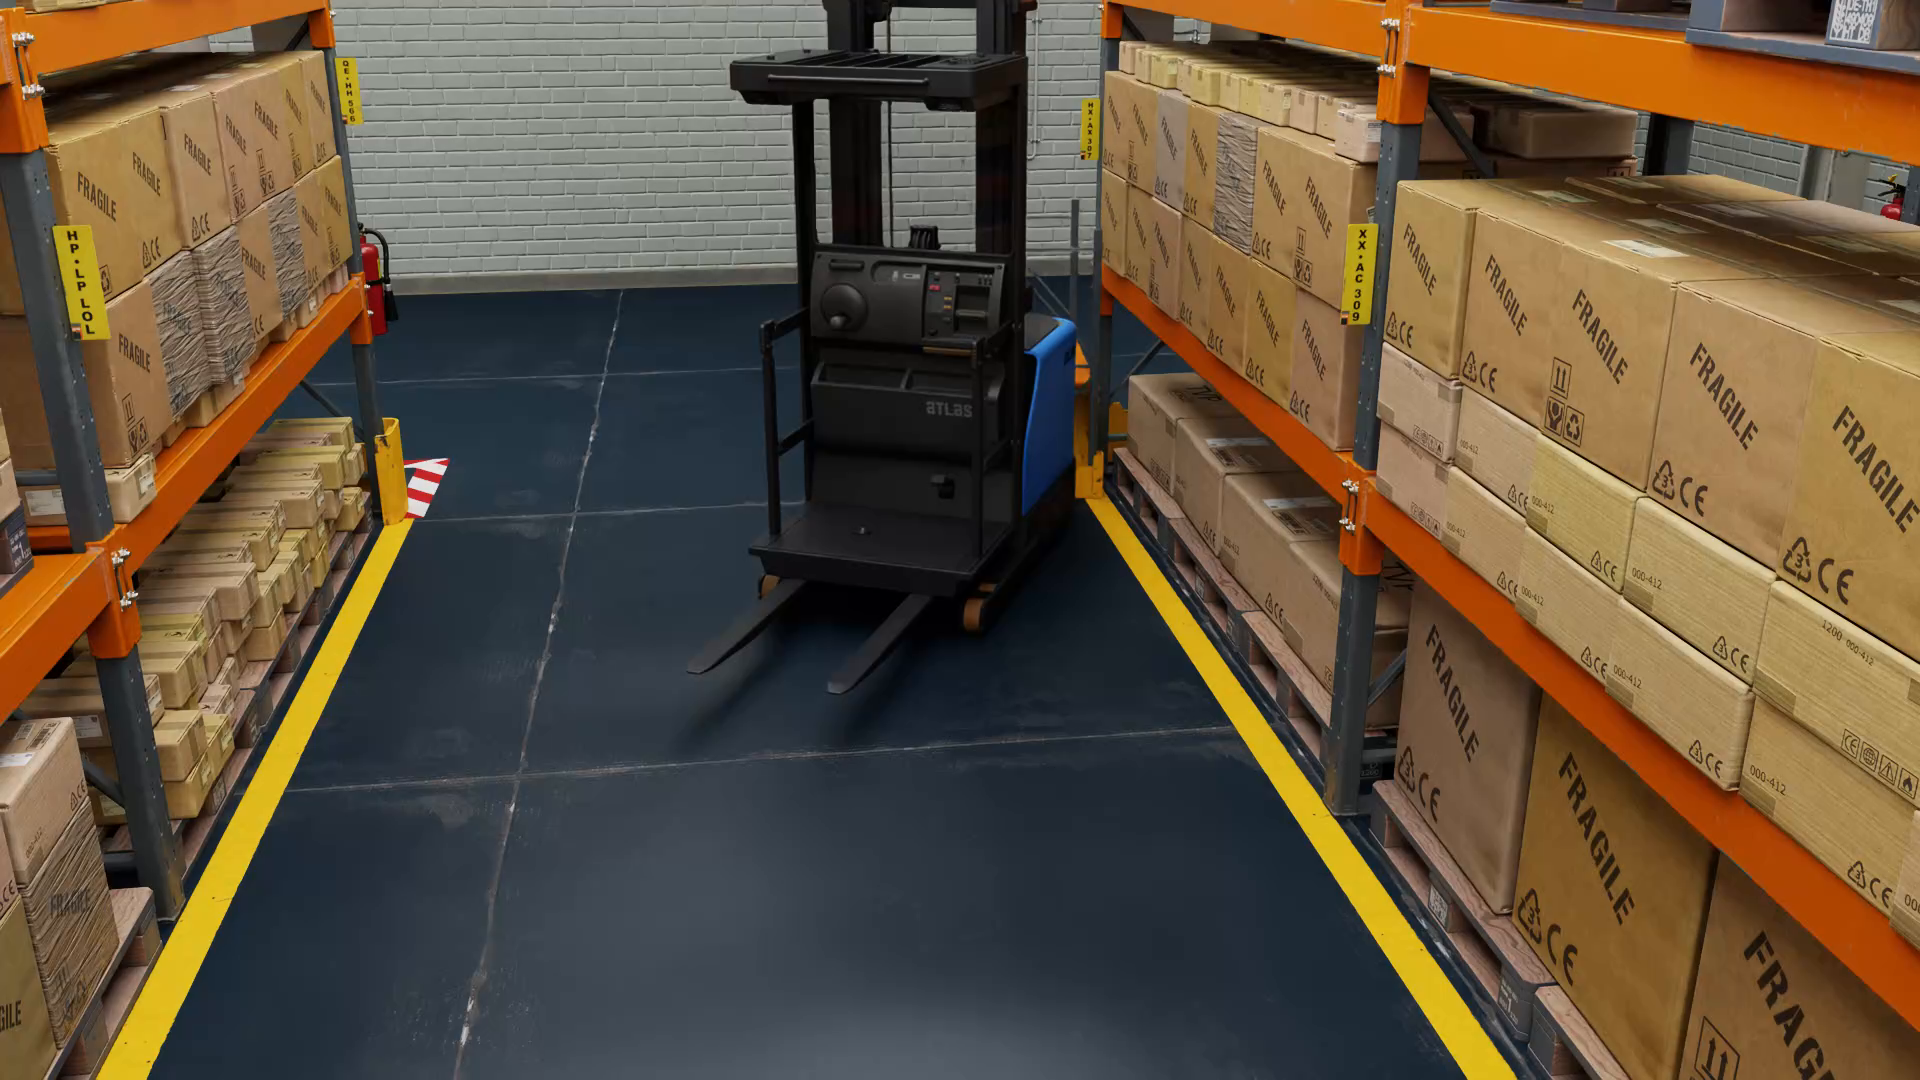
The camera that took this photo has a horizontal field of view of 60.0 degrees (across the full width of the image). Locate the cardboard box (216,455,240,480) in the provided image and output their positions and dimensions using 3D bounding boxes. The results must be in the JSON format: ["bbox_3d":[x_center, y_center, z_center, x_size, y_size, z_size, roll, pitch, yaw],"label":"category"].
[{"bbox_3d":[-3.723,-0.395,8.111,0.380,0.149,0.250,-3,21,-7],"label":"cardboard box"}]

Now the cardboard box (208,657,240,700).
[{"bbox_3d":[-2.991,0.577,6.357,0.380,0.149,0.250,-3,21,-9],"label":"cardboard box"}]

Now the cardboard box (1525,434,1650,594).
[{"bbox_3d":[1.773,-0.085,4.157,0.500,0.250,0.500,-3,21,-7],"label":"cardboard box"}]

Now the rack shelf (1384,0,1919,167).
[{"bbox_3d":[2.127,-0.819,3.362,1.077,0.370,4.000,-3,21,-8],"label":"rack shelf"}]

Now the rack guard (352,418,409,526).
[{"bbox_3d":[-3.611,-0.346,8.927,1.175,0.500,0.348,-3,21,-8],"label":"rack guard"}]

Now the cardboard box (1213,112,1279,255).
[{"bbox_3d":[1.350,-1.459,6.764,0.500,0.500,0.500,-3,21,-7],"label":"cardboard box"}]

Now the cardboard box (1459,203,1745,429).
[{"bbox_3d":[1.719,-0.616,4.508,0.500,0.500,0.500,-3,21,-8],"label":"cardboard box"}]

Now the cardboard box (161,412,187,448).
[{"bbox_3d":[-2.996,-0.425,5.925,0.380,0.149,0.250,-4,21,-10],"label":"cardboard box"}]

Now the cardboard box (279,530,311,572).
[{"bbox_3d":[-3.080,0.073,7.283,0.380,0.149,0.250,-2,21,-5],"label":"cardboard box"}]

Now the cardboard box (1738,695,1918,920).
[{"bbox_3d":[1.940,0.499,3.307,0.500,0.250,0.500,-3,21,-8],"label":"cardboard box"}]

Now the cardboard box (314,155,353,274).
[{"bbox_3d":[-3.302,-1.587,8.109,0.500,0.500,0.500,-2,21,-7],"label":"cardboard box"}]

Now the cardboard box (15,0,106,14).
[{"bbox_3d":[-2.850,-1.667,4.819,0.500,0.250,0.500,-2,21,-5],"label":"cardboard box"}]

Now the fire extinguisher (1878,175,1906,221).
[{"bbox_3d":[5.695,-1.896,10.149,0.296,0.674,0.183,-3,21,-8],"label":"fire extinguisher"}]

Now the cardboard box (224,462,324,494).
[{"bbox_3d":[-3.177,-0.246,7.713,0.380,0.149,0.250,-4,21,-10],"label":"cardboard box"}]

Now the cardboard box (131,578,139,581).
[{"bbox_3d":[-3.522,0.196,6.954,0.380,0.149,0.250,-2,21,-5],"label":"cardboard box"}]

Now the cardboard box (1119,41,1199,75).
[{"bbox_3d":[1.040,-2.510,8.650,0.380,0.149,0.250,-2,21,-7],"label":"cardboard box"}]

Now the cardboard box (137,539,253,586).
[{"bbox_3d":[-3.093,0.117,6.739,0.380,0.149,0.250,-4,21,-10],"label":"cardboard box"}]

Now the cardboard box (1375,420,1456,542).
[{"bbox_3d":[1.641,-0.207,5.197,0.500,0.250,0.500,-3,21,-9],"label":"cardboard box"}]

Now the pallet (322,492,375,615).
[{"bbox_3d":[-3.528,0.073,8.220,1.003,0.211,1.213,-3,21,-8],"label":"pallet"}]

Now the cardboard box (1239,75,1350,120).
[{"bbox_3d":[1.358,-1.798,6.745,0.380,0.149,0.250,-3,21,-9],"label":"cardboard box"}]

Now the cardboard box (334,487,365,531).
[{"bbox_3d":[-3.202,-0.149,8.301,0.380,0.149,0.250,-2,21,-6],"label":"cardboard box"}]

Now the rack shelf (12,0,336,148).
[{"bbox_3d":[-3.333,-1.919,6.308,1.077,0.370,4.000,-3,21,-8],"label":"rack shelf"}]

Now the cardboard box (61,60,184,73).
[{"bbox_3d":[-3.740,-1.854,7.397,0.500,0.500,0.500,-2,21,-6],"label":"cardboard box"}]

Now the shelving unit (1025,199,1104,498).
[{"bbox_3d":[0.481,-1.125,9.582,0.587,1.500,1.083,-1,21,-3],"label":"shelving unit"}]

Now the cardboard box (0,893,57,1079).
[{"bbox_3d":[-2.615,1.237,4.089,0.500,0.500,0.500,-3,21,-9],"label":"cardboard box"}]

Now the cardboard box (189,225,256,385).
[{"bbox_3d":[-2.982,-0.876,6.206,0.500,0.500,0.500,-3,21,-9],"label":"cardboard box"}]

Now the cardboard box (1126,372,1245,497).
[{"bbox_3d":[1.456,-0.601,9.099,0.875,0.438,0.875,-4,21,-10],"label":"cardboard box"}]

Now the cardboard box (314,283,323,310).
[{"bbox_3d":[-3.245,-1.153,7.874,0.380,0.149,0.250,-3,21,-8],"label":"cardboard box"}]

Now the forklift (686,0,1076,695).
[{"bbox_3d":[-0.312,-1.104,7.482,1.130,2.935,3.031,7,21,17],"label":"forklift"}]

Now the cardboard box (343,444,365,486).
[{"bbox_3d":[-3.263,-0.375,8.483,0.380,0.149,0.250,-3,21,-9],"label":"cardboard box"}]

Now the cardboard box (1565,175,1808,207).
[{"bbox_3d":[2.152,-0.816,5.042,0.500,0.500,0.500,-2,21,-6],"label":"cardboard box"}]

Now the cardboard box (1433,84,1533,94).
[{"bbox_3d":[1.944,-1.648,6.342,0.380,0.149,0.250,-3,21,-8],"label":"cardboard box"}]

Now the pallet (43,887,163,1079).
[{"bbox_3d":[-2.931,1.418,4.619,1.003,0.211,1.213,-3,21,-8],"label":"pallet"}]

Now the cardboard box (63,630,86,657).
[{"bbox_3d":[-3.433,0.326,6.181,0.380,0.149,0.250,-2,21,-6],"label":"cardboard box"}]

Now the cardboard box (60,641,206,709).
[{"bbox_3d":[-2.871,0.474,5.784,0.380,0.149,0.250,-2,21,-5],"label":"cardboard box"}]

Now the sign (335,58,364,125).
[{"bbox_3d":[-3.069,-2.255,8.359,0.100,0.325,0.005,-3,21,-8],"label":"sign"}]

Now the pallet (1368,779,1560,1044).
[{"bbox_3d":[2.025,1.127,5.397,1.003,0.211,1.213,-3,21,-8],"label":"pallet"}]

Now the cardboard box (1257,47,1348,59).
[{"bbox_3d":[1.693,-2.361,8.251,0.380,0.149,0.250,-3,21,-8],"label":"cardboard box"}]

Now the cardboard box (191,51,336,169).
[{"bbox_3d":[-3.309,-2.052,7.925,0.500,0.500,0.500,-3,21,-9],"label":"cardboard box"}]

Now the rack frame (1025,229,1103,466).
[{"bbox_3d":[0.511,-0.944,9.098,0.500,1.500,0.032,-1,21,-3],"label":"rack frame"}]

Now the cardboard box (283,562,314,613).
[{"bbox_3d":[-3.082,0.213,7.334,0.380,0.149,0.250,-3,21,-7],"label":"cardboard box"}]

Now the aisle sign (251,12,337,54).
[{"bbox_3d":[-3.335,-2.801,8.214,0.394,0.787,0.004,-3,21,-8],"label":"aisle sign"}]

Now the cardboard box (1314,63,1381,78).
[{"bbox_3d":[1.770,-2.002,7.290,0.380,0.149,0.250,-2,21,-6],"label":"cardboard box"}]

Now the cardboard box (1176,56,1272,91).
[{"bbox_3d":[1.218,-2.149,7.683,0.380,0.149,0.250,-3,21,-7],"label":"cardboard box"}]

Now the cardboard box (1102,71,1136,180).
[{"bbox_3d":[1.050,-2.162,8.647,0.500,0.500,0.500,-3,21,-9],"label":"cardboard box"}]

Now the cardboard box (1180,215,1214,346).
[{"bbox_3d":[1.292,-1.171,7.420,0.500,0.500,0.500,-2,21,-6],"label":"cardboard box"}]

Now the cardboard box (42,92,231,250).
[{"bbox_3d":[-3.001,-1.336,6.009,0.500,0.500,0.500,-3,21,-7],"label":"cardboard box"}]

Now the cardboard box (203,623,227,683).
[{"bbox_3d":[-3.013,0.440,6.299,0.380,0.149,0.250,-4,21,-11],"label":"cardboard box"}]

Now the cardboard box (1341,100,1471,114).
[{"bbox_3d":[1.549,-1.449,5.810,0.380,0.149,0.250,-2,21,-6],"label":"cardboard box"}]

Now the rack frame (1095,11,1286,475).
[{"bbox_3d":[1.262,-1.828,9.323,1.000,3.000,0.127,-3,21,-8],"label":"rack frame"}]

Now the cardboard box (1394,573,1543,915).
[{"bbox_3d":[2.007,0.566,5.349,0.875,0.875,0.875,-2,21,-6],"label":"cardboard box"}]

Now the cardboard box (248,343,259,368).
[{"bbox_3d":[-3.142,-0.785,6.891,0.380,0.149,0.250,-3,21,-7],"label":"cardboard box"}]
